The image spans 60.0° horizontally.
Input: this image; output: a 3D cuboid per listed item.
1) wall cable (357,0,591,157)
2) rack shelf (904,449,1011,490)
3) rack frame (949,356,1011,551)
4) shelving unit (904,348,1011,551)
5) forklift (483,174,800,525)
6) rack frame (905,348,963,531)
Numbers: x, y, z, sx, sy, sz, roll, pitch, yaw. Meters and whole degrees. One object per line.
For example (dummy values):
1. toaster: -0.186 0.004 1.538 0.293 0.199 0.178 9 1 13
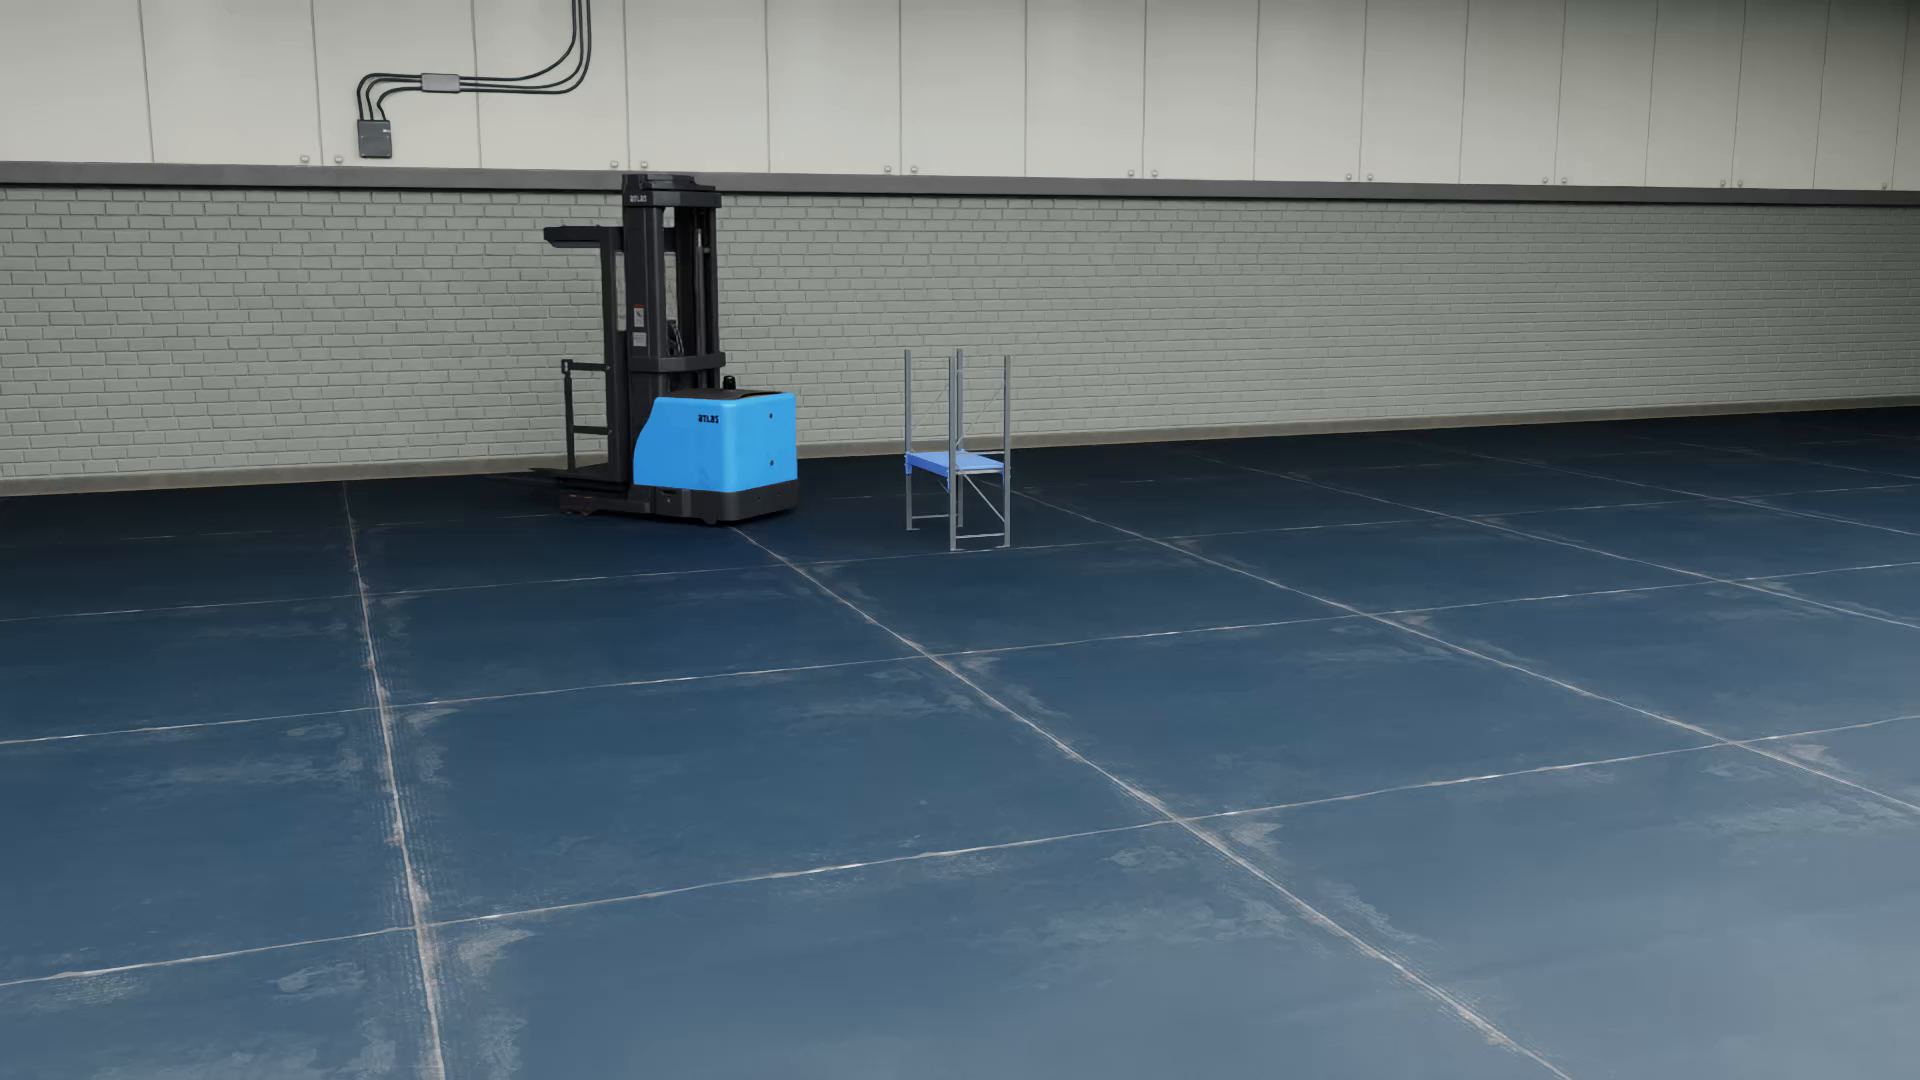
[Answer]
1. wall cable: -4.821 -6.795 16.212 2.305 6.003 0.169 -4 11 -21
2. rack shelf: -0.031 -0.575 13.399 0.538 0.185 1.000 -4 11 -21
3. rack frame: 0.153 -0.669 12.901 0.500 1.500 0.032 -4 11 -21
4. shelving unit: -0.031 -0.752 13.367 0.538 1.500 1.048 -4 11 -21
5. forklift: -2.960 -1.735 14.805 3.031 2.935 1.130 6 12 29
6. rack frame: -0.215 -0.835 13.834 0.500 1.500 0.032 -4 11 -21
